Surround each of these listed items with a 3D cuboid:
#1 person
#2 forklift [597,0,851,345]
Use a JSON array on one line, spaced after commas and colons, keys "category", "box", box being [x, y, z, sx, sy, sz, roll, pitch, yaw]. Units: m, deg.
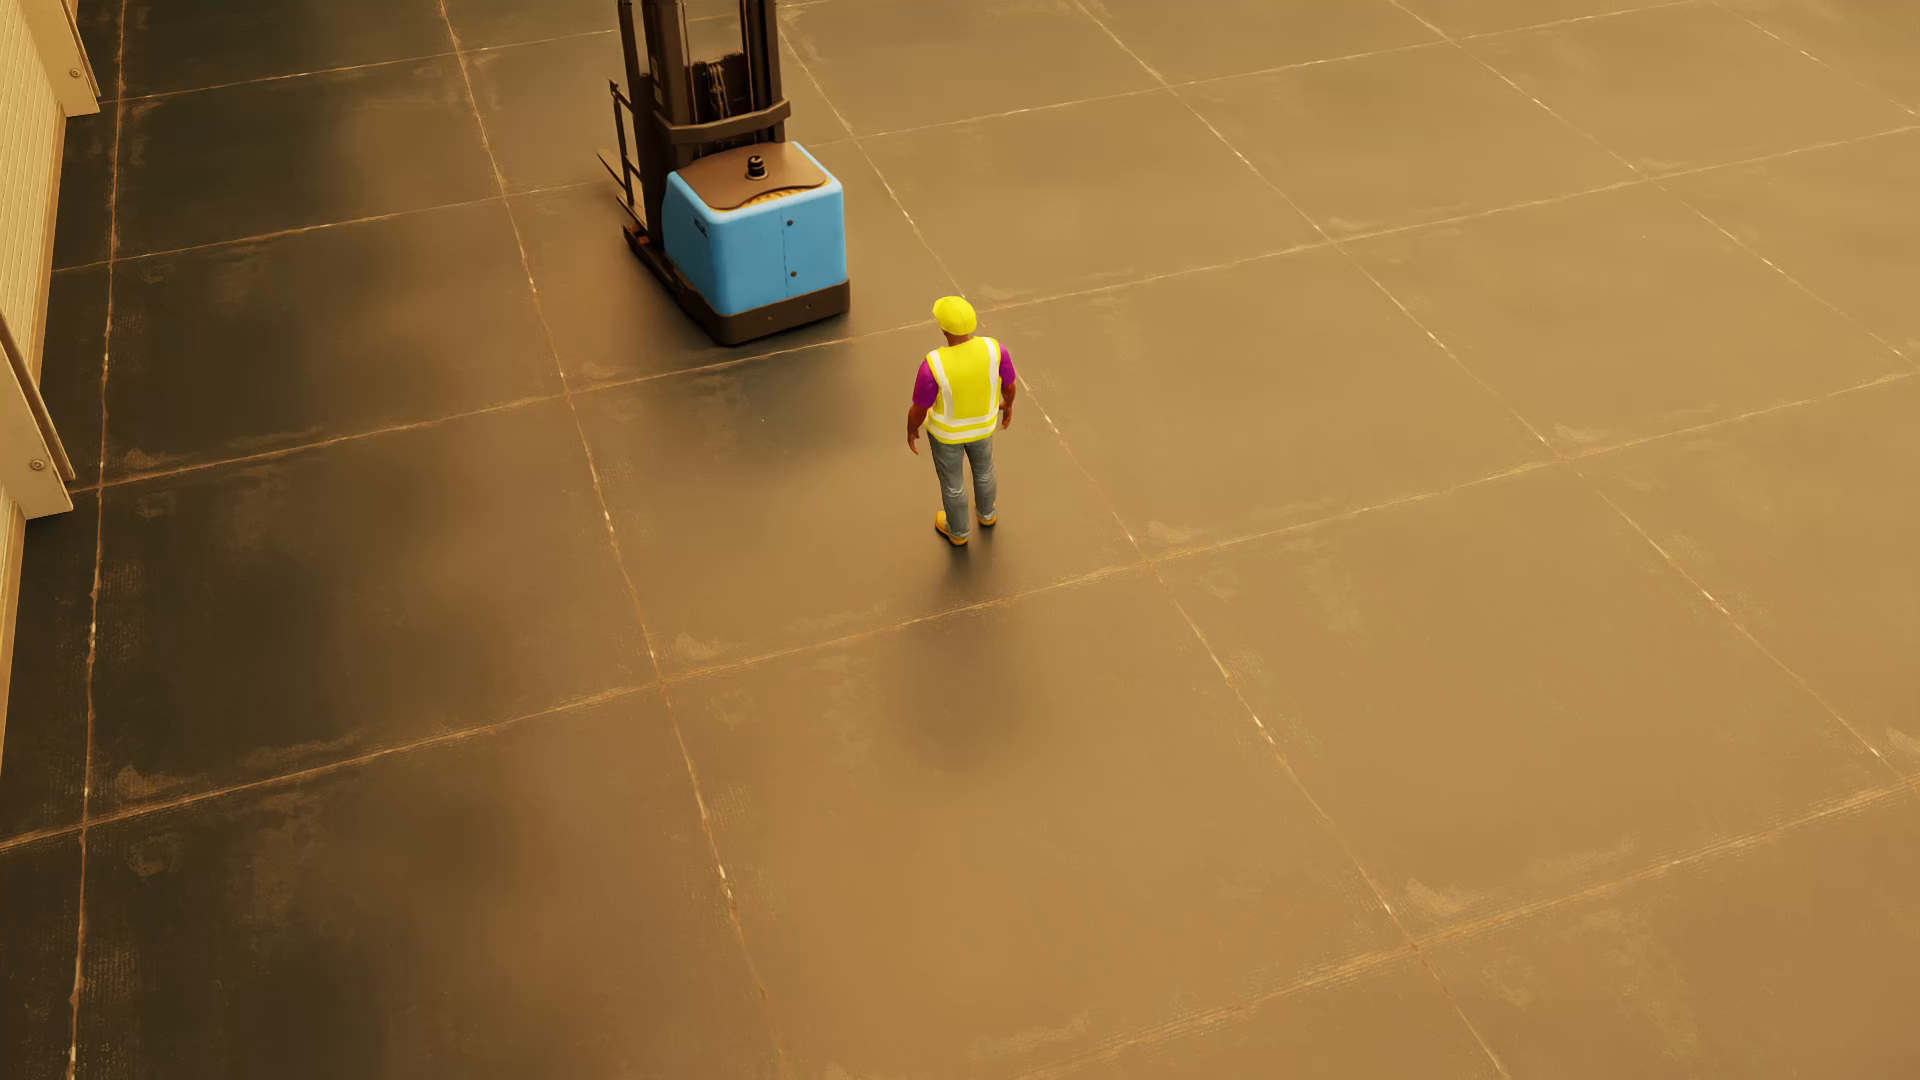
[{"category": "person", "box": [-0.018, -0.725, 9.754, 0.665, 1.765, 0.577, -13, 42, -15]}, {"category": "forklift", "box": [-1.970, -3.443, 12.097, 1.130, 2.935, 3.031, -20, 44, -22]}]
